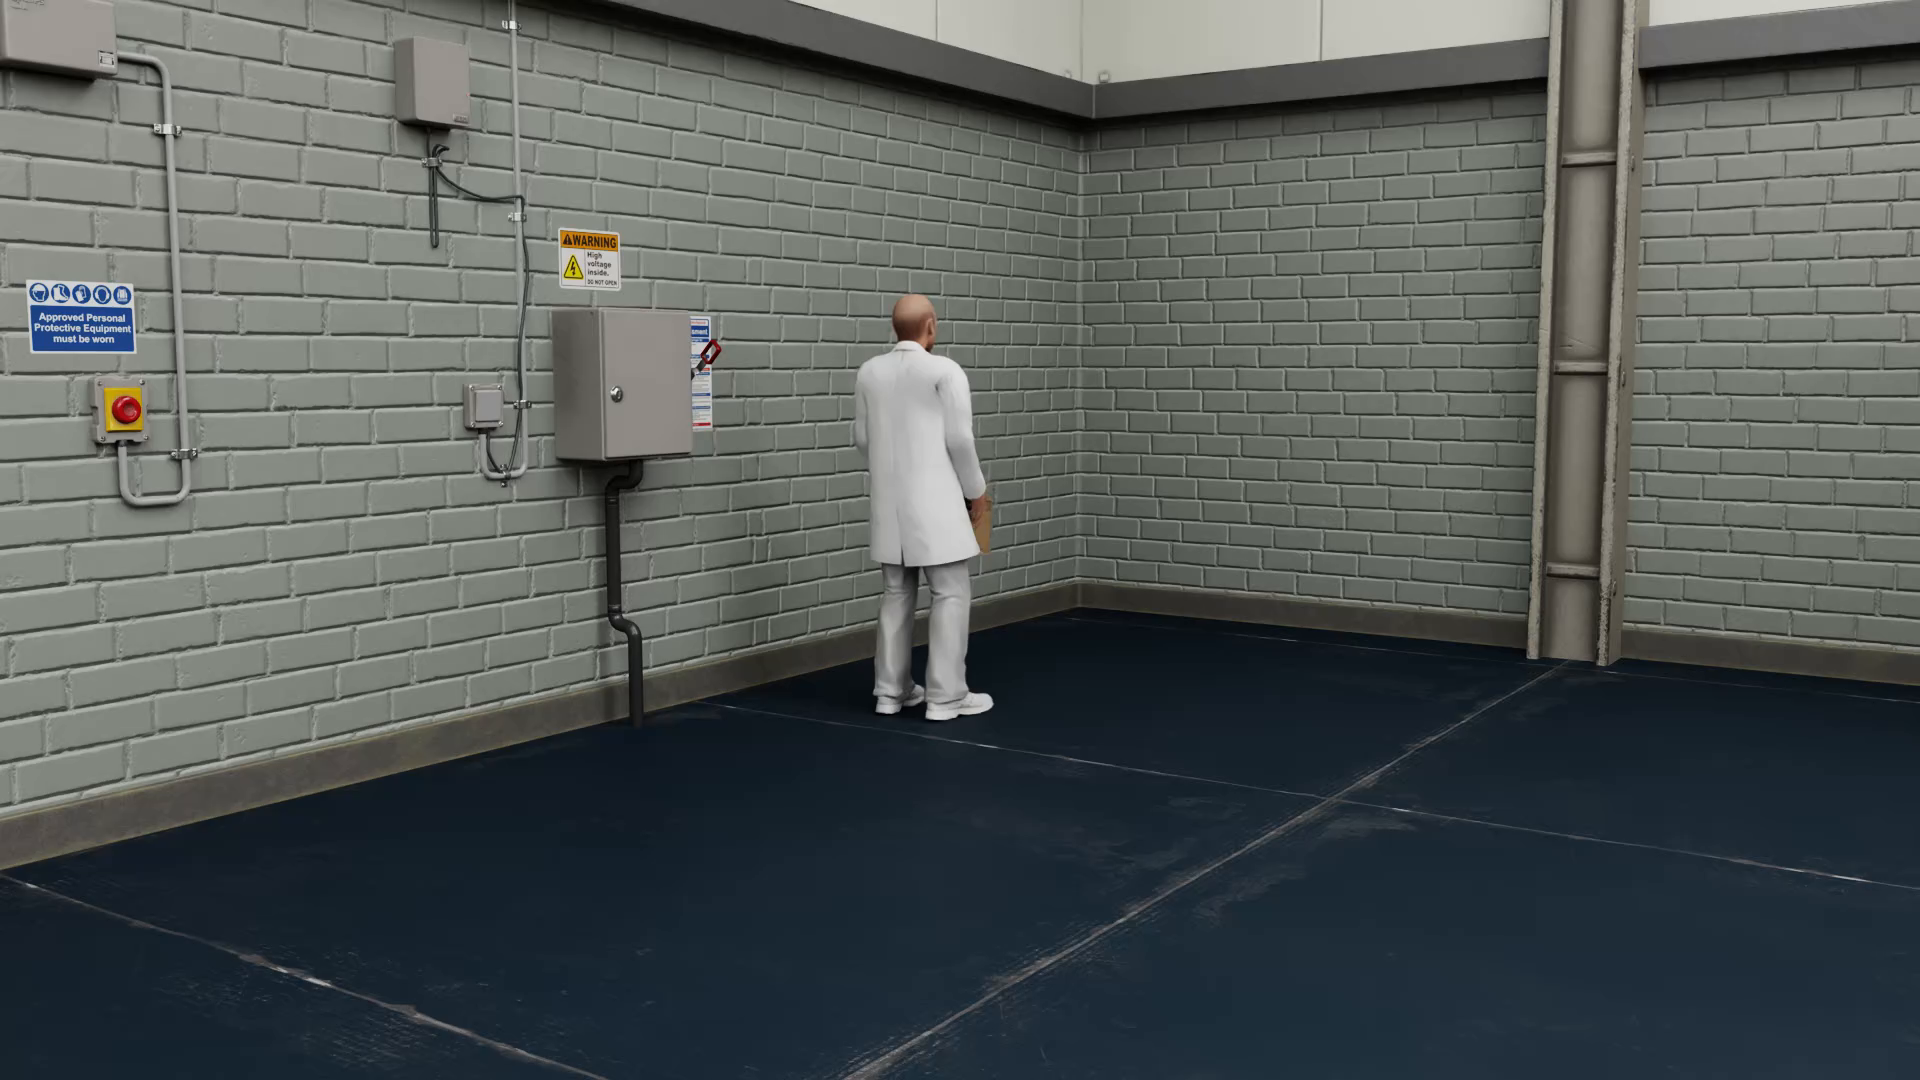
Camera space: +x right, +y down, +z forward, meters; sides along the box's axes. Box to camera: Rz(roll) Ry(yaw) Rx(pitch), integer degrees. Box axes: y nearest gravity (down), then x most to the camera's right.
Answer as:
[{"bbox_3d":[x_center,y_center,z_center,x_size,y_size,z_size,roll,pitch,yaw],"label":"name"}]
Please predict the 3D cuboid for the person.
[{"bbox_3d":[-0.171,-0.142,7.076,0.653,1.774,0.429,4,7,30],"label":"person"}]
